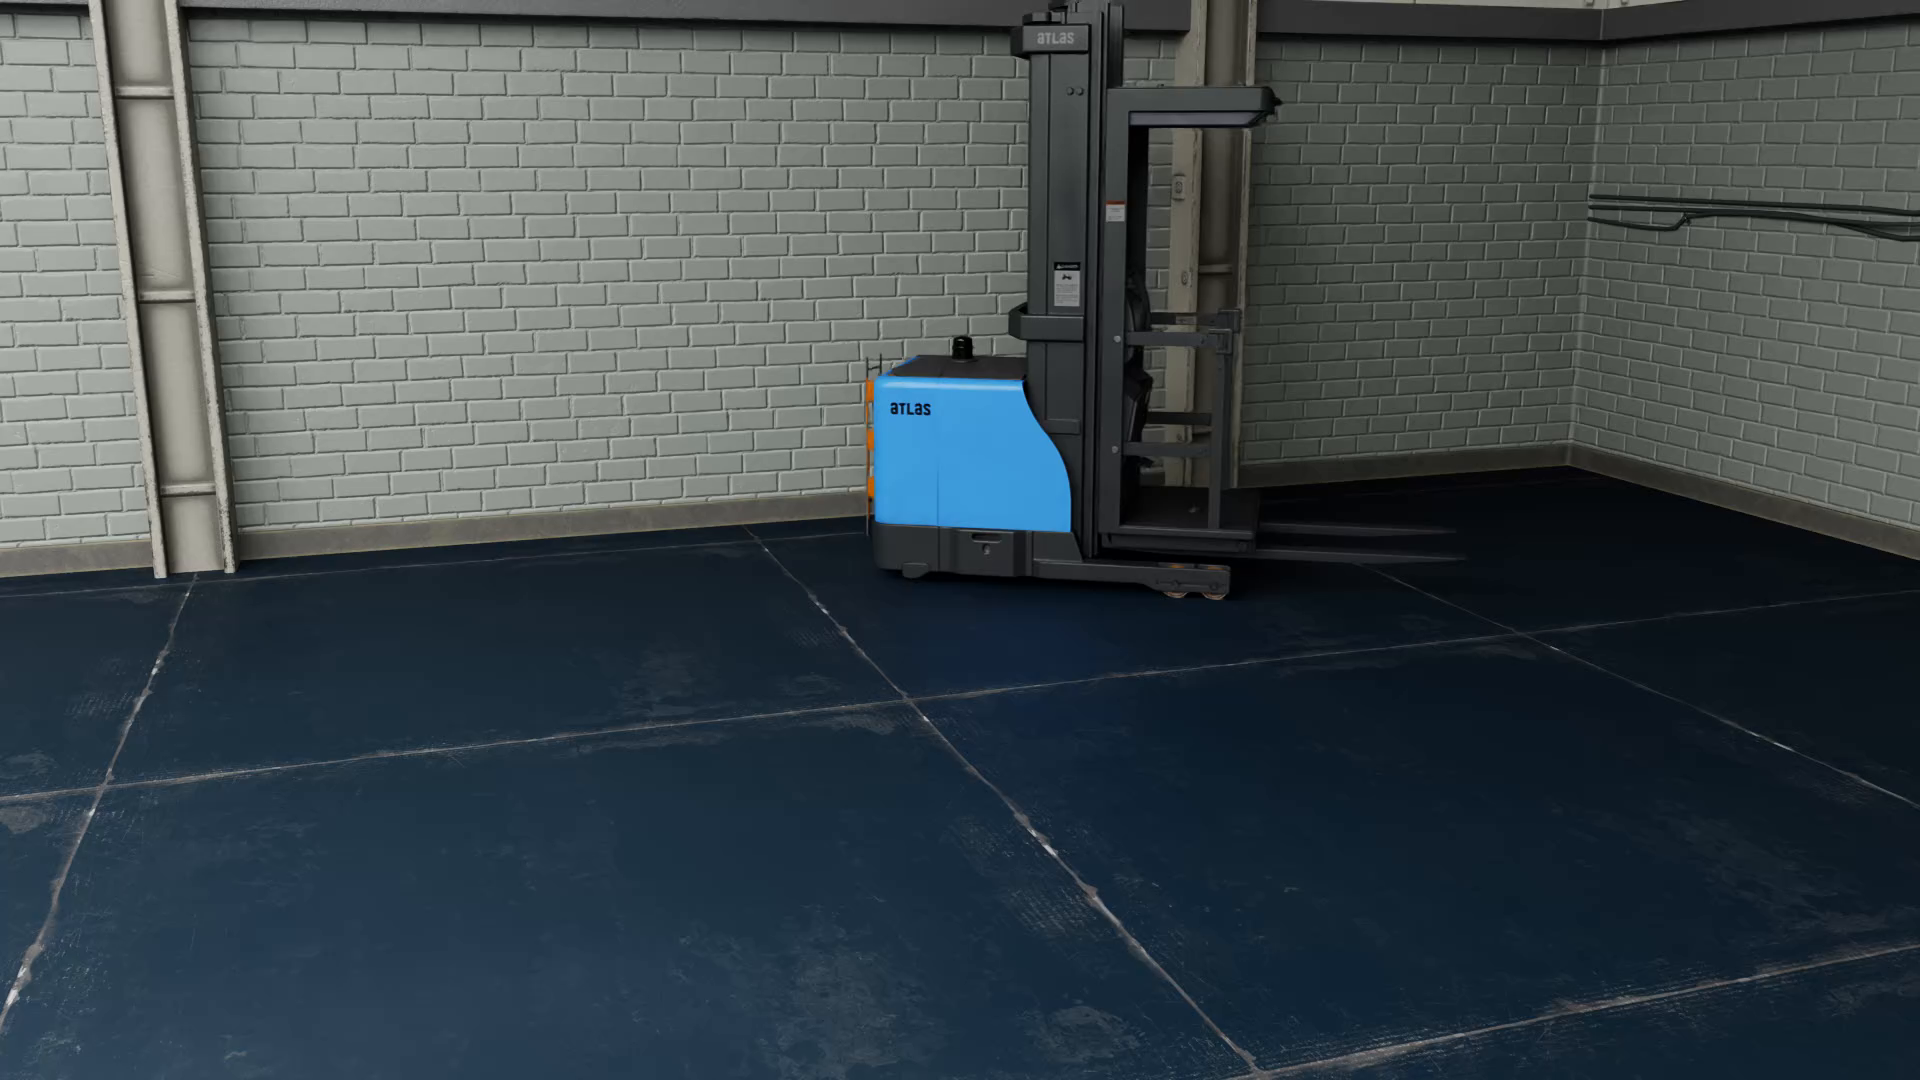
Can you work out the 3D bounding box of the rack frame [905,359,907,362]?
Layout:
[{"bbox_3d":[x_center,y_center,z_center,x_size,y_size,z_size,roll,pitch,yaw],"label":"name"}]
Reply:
[{"bbox_3d":[-0.273,-0.529,9.591,0.008,1.050,0.200,5,14,22],"label":"rack frame"}]

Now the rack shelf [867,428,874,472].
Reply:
[{"bbox_3d":[-0.386,-0.529,9.638,0.240,0.259,0.215,5,14,22],"label":"rack shelf"}]

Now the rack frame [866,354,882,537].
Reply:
[{"bbox_3d":[-0.498,-0.550,9.681,0.008,1.050,0.200,5,14,22],"label":"rack frame"}]

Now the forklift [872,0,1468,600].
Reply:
[{"bbox_3d":[1.109,-1.258,8.597,3.031,2.935,1.130,3,14,11],"label":"forklift"}]

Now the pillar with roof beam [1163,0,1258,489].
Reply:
[{"bbox_3d":[2.942,-3.723,5.847,0.400,9.000,9.100,-4,14,-18],"label":"pillar with roof beam"}]

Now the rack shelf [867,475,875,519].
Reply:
[{"bbox_3d":[-0.387,-0.258,9.700,0.240,0.259,0.215,5,14,22],"label":"rack shelf"}]

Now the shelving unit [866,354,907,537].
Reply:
[{"bbox_3d":[-0.386,-0.540,9.636,0.252,1.050,0.215,5,14,22],"label":"shelving unit"}]

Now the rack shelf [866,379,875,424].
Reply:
[{"bbox_3d":[-0.384,-0.806,9.576,0.240,0.259,0.215,5,14,22],"label":"rack shelf"}]

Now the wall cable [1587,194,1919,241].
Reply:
[{"bbox_3d":[4.782,-3.084,9.870,0.112,2.526,3.097,-4,14,-18],"label":"wall cable"}]

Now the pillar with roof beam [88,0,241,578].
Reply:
[{"bbox_3d":[-2.745,-3.280,3.985,0.400,9.000,9.100,-4,14,-18],"label":"pillar with roof beam"}]
